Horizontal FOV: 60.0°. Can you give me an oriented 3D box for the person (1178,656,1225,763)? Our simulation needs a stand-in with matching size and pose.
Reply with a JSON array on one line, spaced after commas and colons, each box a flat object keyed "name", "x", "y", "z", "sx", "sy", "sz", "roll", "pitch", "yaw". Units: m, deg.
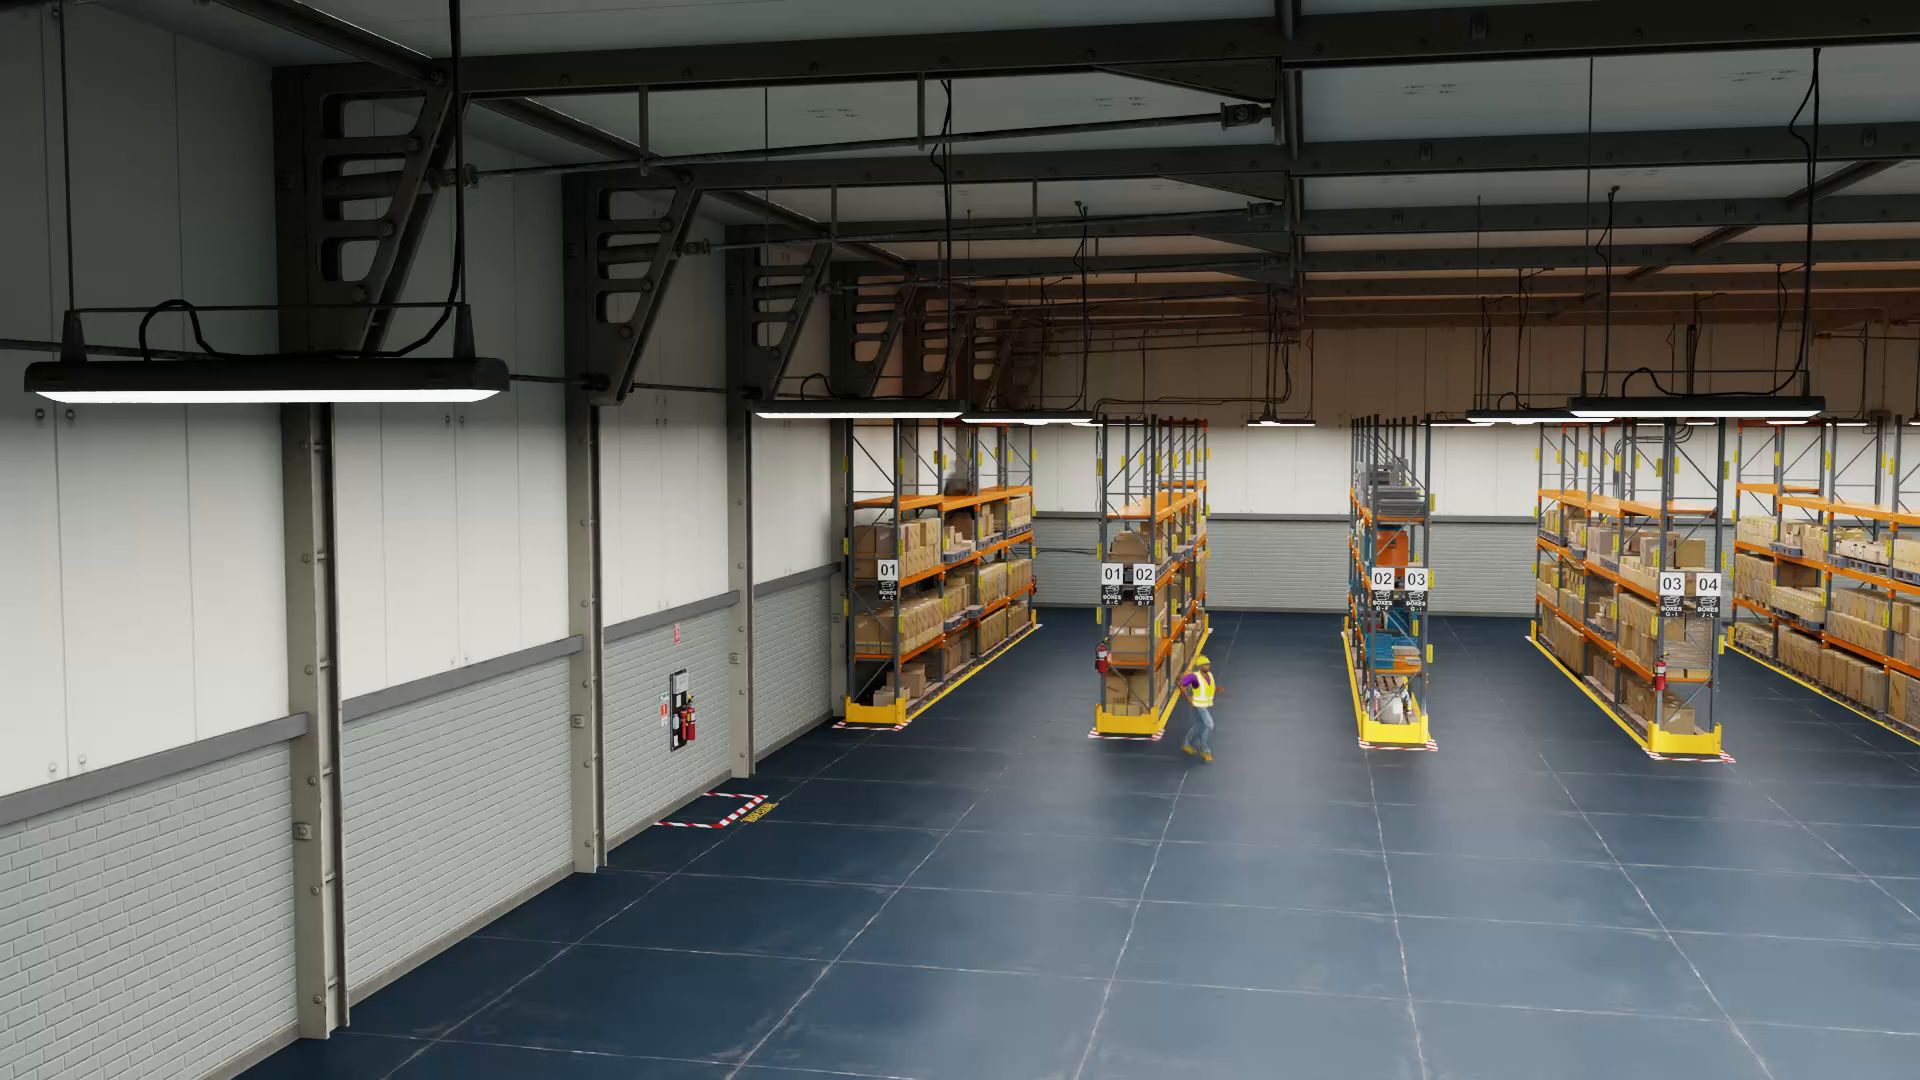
[{"name": "person", "x": 4.206, "y": 2.926, "z": 28.905, "sx": 0.786, "sy": 1.827, "sz": 0.663, "roll": 3, "pitch": 5, "yaw": 41}]

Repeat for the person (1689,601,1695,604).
[{"name": "person", "x": 19.153, "y": 1.946, "z": 44.227, "sx": 0.723, "sy": 1.655, "sz": 0.630, "roll": 2, "pitch": 5, "yaw": 33}]
